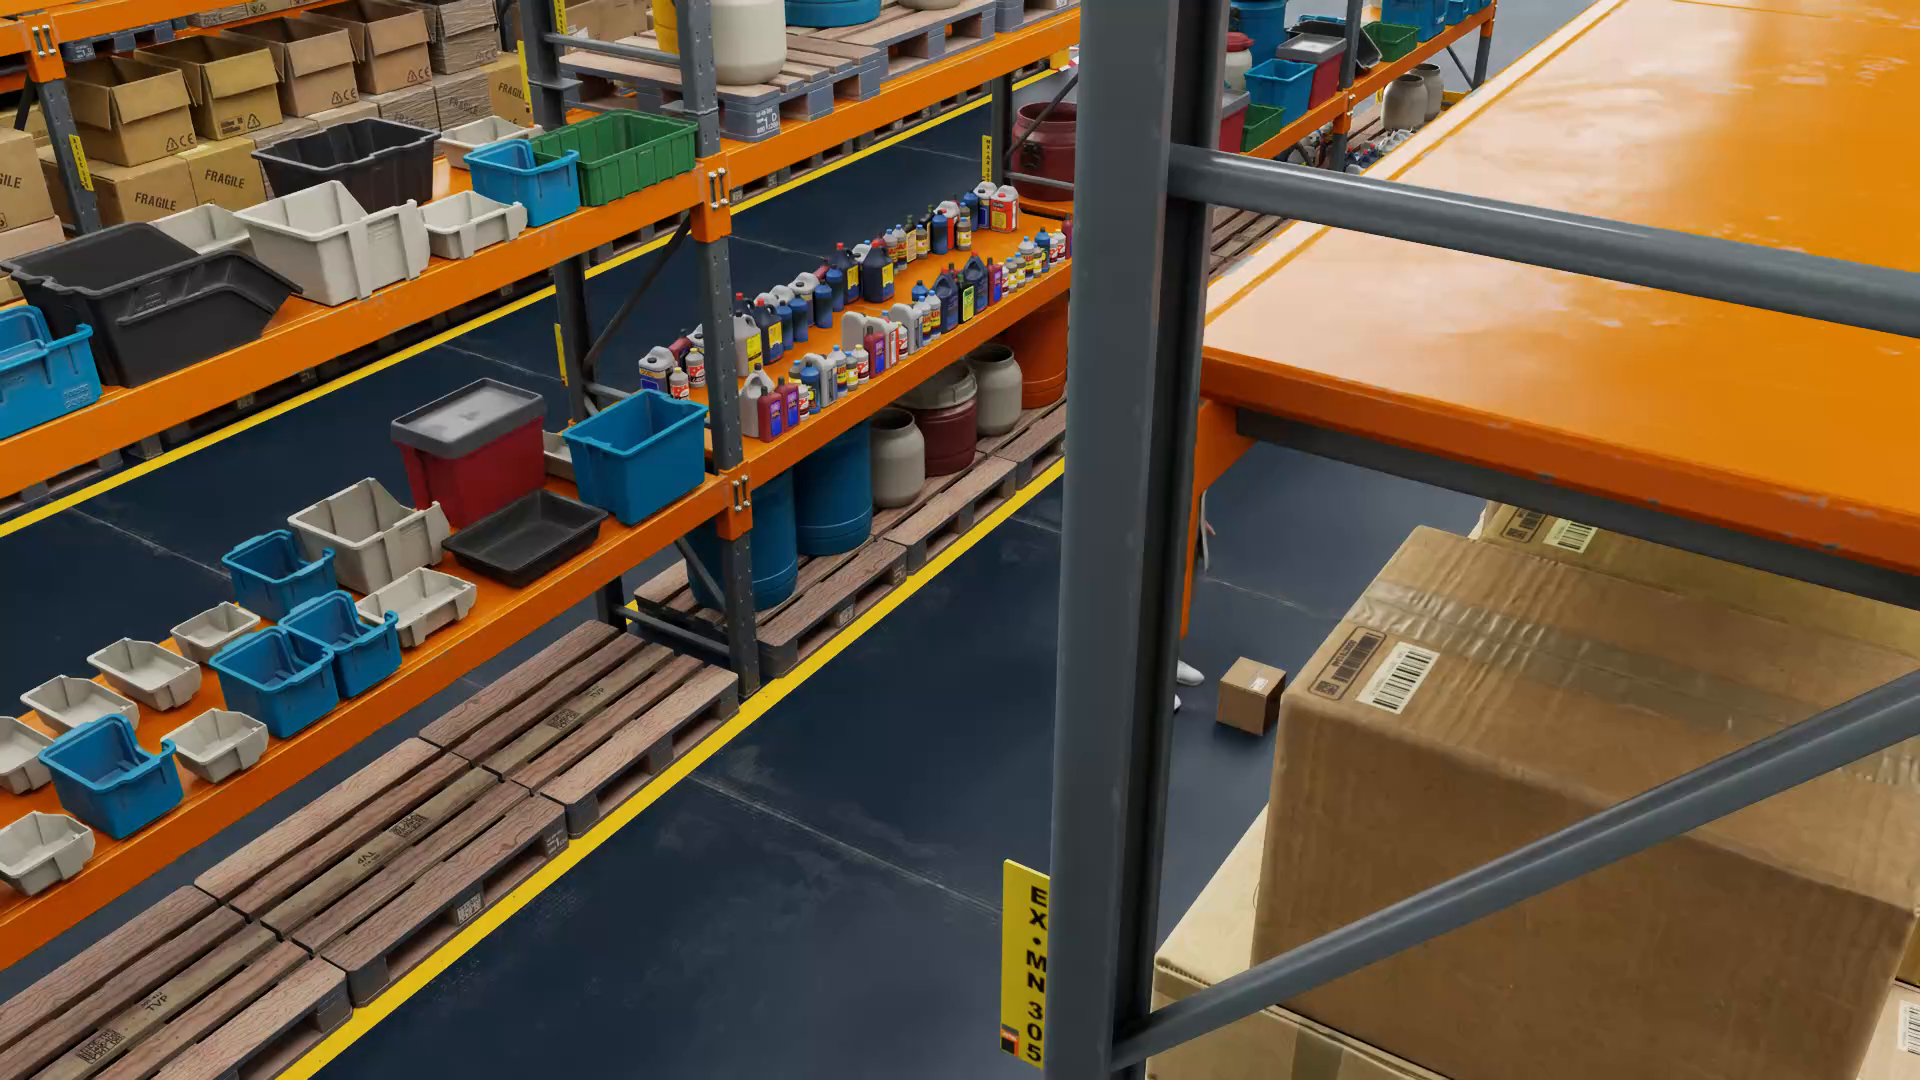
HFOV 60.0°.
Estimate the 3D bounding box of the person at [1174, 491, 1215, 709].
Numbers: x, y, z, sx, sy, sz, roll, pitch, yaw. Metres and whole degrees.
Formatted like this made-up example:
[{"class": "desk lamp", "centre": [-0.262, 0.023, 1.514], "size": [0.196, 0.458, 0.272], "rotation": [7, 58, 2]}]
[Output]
[{"class": "person", "centre": [1.042, -0.014, 8.183], "size": [0.380, 1.778, 0.562], "rotation": [18, 35, 28]}]
